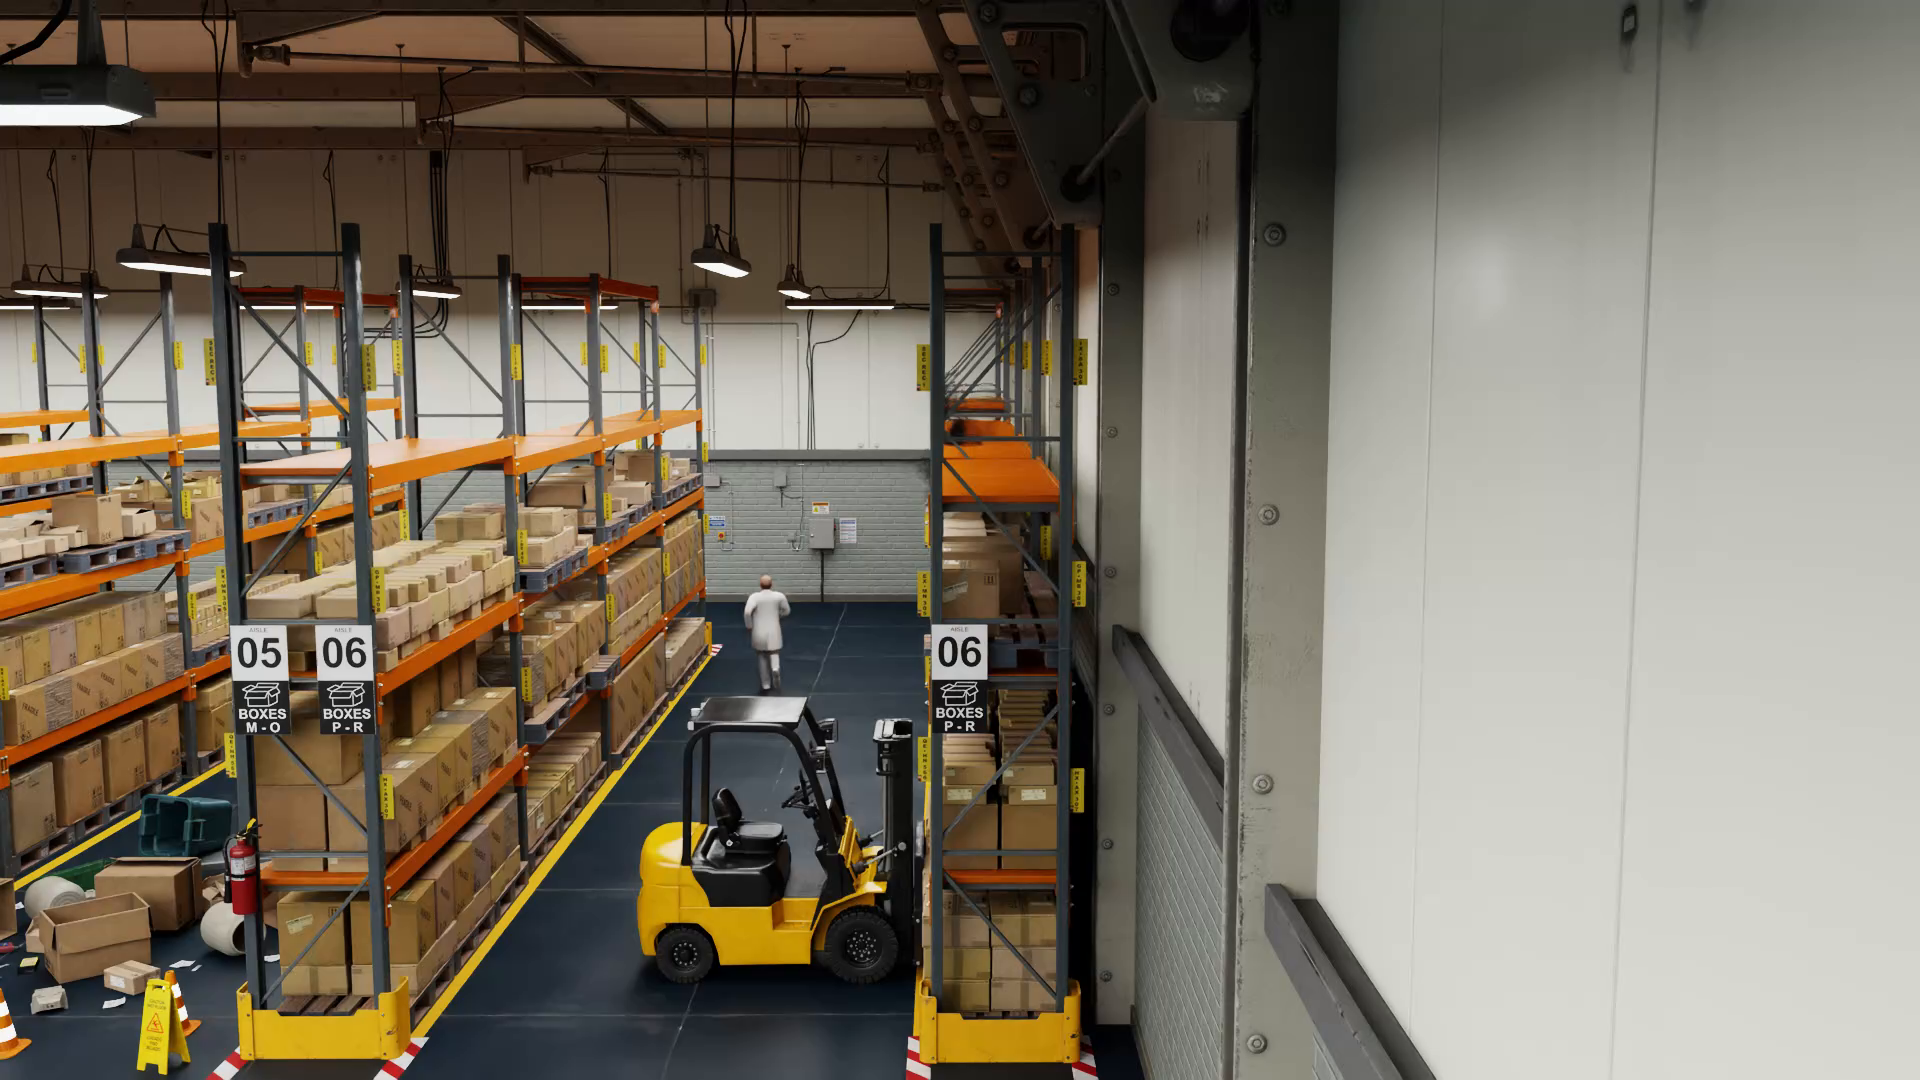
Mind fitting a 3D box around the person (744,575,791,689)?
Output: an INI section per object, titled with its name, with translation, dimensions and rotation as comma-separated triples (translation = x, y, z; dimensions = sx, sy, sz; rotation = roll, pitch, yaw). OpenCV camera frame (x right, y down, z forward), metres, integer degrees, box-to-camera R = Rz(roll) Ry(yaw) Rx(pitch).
[person]
translation = -2.881, 1.394, 24.873
dimensions = 0.718, 1.746, 0.834
rotation = -2, 7, -14
